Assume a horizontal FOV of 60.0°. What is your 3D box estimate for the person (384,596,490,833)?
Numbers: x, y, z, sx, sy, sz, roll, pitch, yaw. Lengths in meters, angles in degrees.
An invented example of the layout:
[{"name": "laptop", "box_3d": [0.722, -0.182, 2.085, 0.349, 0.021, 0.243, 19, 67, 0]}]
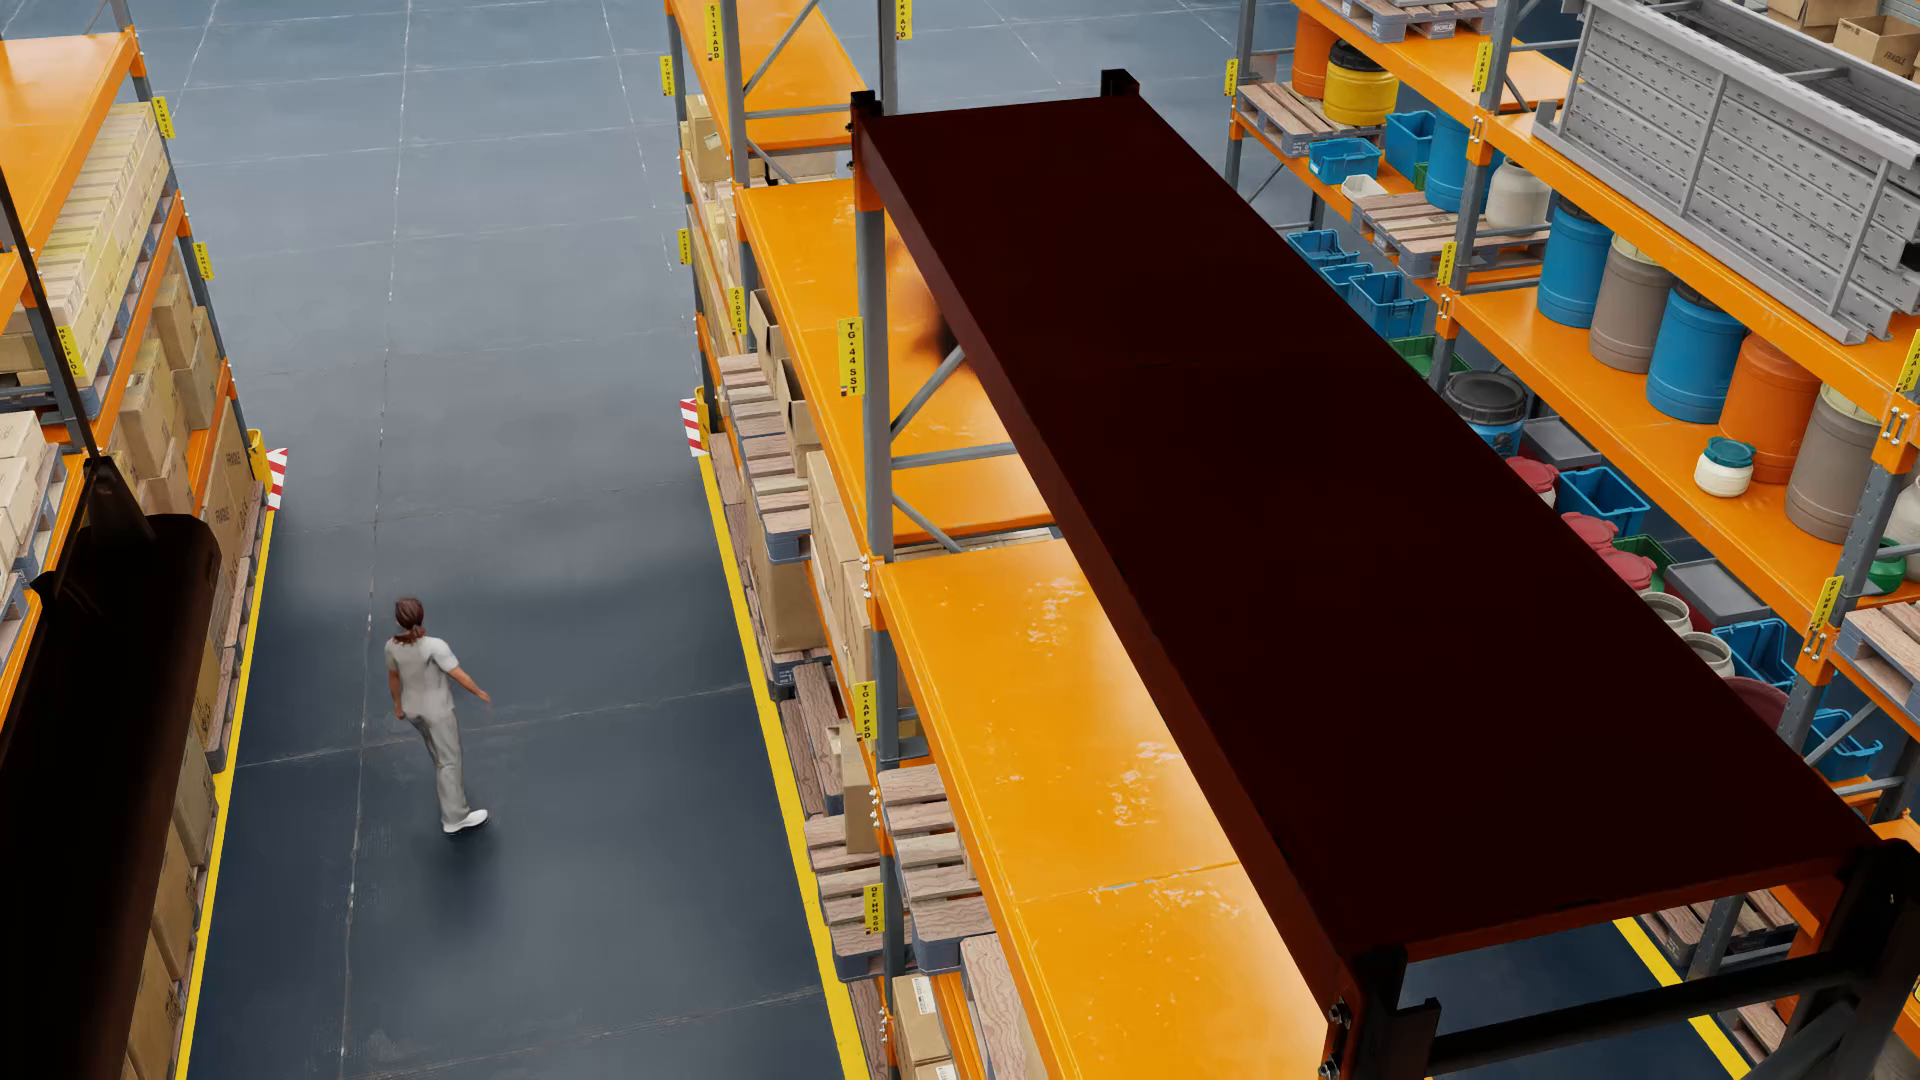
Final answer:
[{"name": "person", "box_3d": [-3.469, 1.101, 11.035, 0.614, 1.663, 0.761, 7, 35, 11]}]
